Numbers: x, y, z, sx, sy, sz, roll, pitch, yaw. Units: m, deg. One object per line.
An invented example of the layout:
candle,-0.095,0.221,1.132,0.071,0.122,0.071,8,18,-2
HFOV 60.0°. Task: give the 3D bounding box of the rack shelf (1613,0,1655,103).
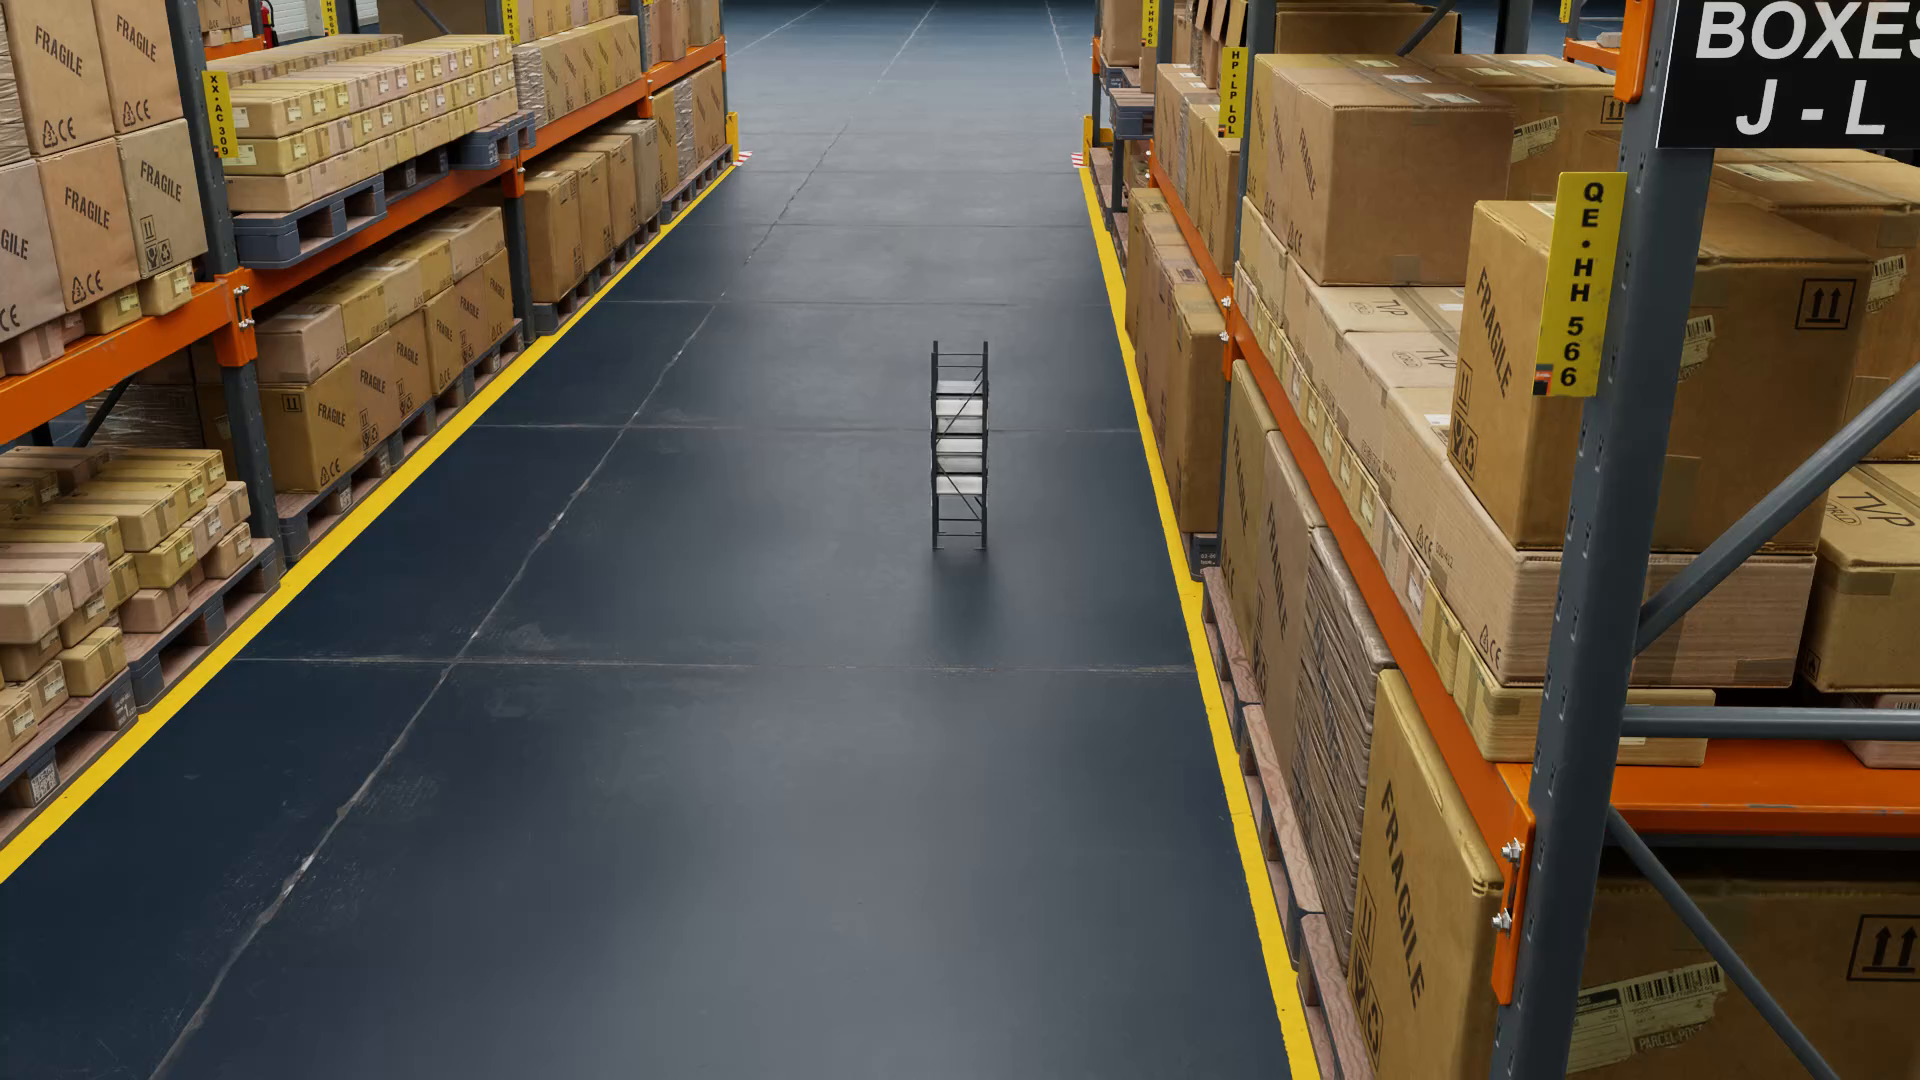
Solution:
rack shelf,1.496,-1.489,4.067,1.077,0.370,4.000,1,21,2

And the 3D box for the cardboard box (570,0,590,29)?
cardboard box,-3.193,-4.097,12.421,0.700,0.500,0.500,1,21,2

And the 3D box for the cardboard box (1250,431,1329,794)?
cardboard box,1.429,0.209,5.200,0.875,0.875,0.875,1,21,2

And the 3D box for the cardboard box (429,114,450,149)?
cardboard box,-2.876,-2.118,8.607,0.380,0.149,0.250,1,21,3

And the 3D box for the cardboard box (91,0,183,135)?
cardboard box,-3.142,-1.719,5.880,0.500,0.500,0.500,0,21,0

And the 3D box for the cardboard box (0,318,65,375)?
cardboard box,-3.150,-0.635,5.367,0.380,0.149,0.250,0,21,-1

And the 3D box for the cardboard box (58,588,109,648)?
cardboard box,-3.170,0.249,5.690,0.380,0.149,0.250,1,21,3

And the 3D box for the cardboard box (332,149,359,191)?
cardboard box,-2.912,-1.647,7.393,0.380,0.149,0.250,1,21,2

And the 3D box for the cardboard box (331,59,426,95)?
cardboard box,-2.883,-2.299,8.250,0.380,0.149,0.250,1,21,3

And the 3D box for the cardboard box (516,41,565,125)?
cardboard box,-2.980,-3.076,11.172,0.500,0.500,0.500,0,21,1

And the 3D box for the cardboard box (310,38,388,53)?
cardboard box,-3.490,-2.780,9.492,0.380,0.149,0.250,0,21,0

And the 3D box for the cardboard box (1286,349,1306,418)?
cardboard box,1.176,-0.460,4.915,0.380,0.149,0.250,1,21,2

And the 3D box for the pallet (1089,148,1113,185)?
pallet,1.859,-3.867,17.203,1.003,0.211,1.213,1,21,2

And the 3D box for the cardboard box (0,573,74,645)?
cardboard box,-3.115,0.220,5.354,0.380,0.149,0.250,0,21,0

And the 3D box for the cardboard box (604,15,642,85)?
cardboard box,-2.903,-3.988,13.521,0.500,0.500,0.500,1,21,1

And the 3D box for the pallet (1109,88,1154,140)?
pallet,1.593,-2.765,10.773,1.213,0.211,1.003,1,21,2

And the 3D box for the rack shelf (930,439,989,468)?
rack shelf,0.000,-0.386,7.371,0.258,0.077,0.200,1,21,2

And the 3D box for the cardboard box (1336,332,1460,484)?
cardboard box,1.216,-0.317,3.995,0.500,0.250,0.500,0,21,0

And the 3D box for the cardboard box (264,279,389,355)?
cardboard box,-3.098,-1.077,7.996,0.500,0.250,0.500,1,21,3

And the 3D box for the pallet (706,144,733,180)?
pallet,-2.979,-3.989,17.518,1.003,0.211,1.213,1,21,2

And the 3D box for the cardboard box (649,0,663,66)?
cardboard box,-3.161,-4.535,14.863,0.875,0.550,0.550,1,21,2

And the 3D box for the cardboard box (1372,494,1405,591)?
cardboard box,1.140,0.007,3.713,0.380,0.149,0.250,1,21,3

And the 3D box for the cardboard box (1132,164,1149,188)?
cardboard box,1.726,-2.687,13.155,0.700,0.500,0.500,1,21,1

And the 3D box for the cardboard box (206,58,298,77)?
cardboard box,-3.534,-2.312,8.285,0.380,0.149,0.250,0,21,1

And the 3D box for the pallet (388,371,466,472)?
pallet,-3.342,-0.664,8.948,1.003,0.211,1.213,1,21,2

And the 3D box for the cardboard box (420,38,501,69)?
cardboard box,-2.843,-2.769,9.464,0.380,0.149,0.250,0,21,1

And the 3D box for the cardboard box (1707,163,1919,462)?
cardboard box,1.735,-0.472,3.359,0.500,0.500,0.500,0,21,0

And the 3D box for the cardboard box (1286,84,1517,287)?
cardboard box,1.253,-1.031,4.798,0.500,0.500,0.500,0,21,0

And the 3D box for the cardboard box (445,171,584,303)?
cardboard box,-3.168,-2.053,11.202,1.050,0.750,0.750,0,21,1

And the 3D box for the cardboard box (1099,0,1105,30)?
cardboard box,1.877,-5.475,16.942,0.875,0.500,0.500,1,21,2

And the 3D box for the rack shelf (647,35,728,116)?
rack shelf,-3.094,-4.520,16.027,1.077,0.370,4.000,1,21,2

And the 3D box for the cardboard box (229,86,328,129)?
cardboard box,-2.924,-1.834,7.054,0.380,0.149,0.250,1,21,3

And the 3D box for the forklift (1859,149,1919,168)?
forklift,4.036,-1.141,6.418,1.130,2.935,3.031,13,25,30

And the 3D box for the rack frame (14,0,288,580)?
rack frame,-3.398,-1.240,6.578,1.000,3.000,0.127,1,21,2

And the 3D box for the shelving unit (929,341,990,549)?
shelving unit,0.000,-0.417,7.359,0.258,0.900,0.210,1,21,2

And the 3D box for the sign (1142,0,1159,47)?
sign,1.136,-3.101,9.882,0.100,0.325,0.005,1,21,2

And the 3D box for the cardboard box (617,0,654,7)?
cardboard box,-3.109,-4.839,14.153,0.875,0.550,0.550,1,21,2

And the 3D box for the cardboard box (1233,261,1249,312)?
cardboard box,1.215,-0.929,6.123,0.380,0.149,0.250,1,21,2

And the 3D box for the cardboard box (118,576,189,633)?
cardboard box,-3.104,0.228,6.155,0.380,0.149,0.250,0,21,0

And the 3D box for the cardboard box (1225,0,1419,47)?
cardboard box,1.600,-2.142,7.379,0.797,0.503,0.637,1,21,2

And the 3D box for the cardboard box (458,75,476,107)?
cardboard box,-2.856,-2.438,9.021,0.380,0.149,0.250,1,21,2

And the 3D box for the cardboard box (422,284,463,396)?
cardboard box,-3.054,-1.097,9.084,0.500,0.500,0.500,0,21,-1

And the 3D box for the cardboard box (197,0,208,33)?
cardboard box,-7.764,-5.221,16.289,0.500,0.500,0.500,1,21,1

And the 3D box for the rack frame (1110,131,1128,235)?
rack frame,1.800,-4.042,13.798,1.000,3.000,0.127,1,21,2

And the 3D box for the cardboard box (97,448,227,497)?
cardboard box,-3.149,-0.253,6.572,0.380,0.149,0.250,1,21,3

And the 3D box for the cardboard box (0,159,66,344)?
cardboard box,-3.164,-0.880,5.100,0.500,0.500,0.500,1,21,1

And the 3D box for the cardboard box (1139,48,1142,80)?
cardboard box,1.459,-3.334,11.581,0.396,0.266,0.258,0,21,0

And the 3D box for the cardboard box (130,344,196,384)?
cardboard box,-3.628,-0.892,7.520,0.500,0.250,0.500,0,21,0

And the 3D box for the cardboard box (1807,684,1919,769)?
cardboard box,1.776,0.290,2.983,0.380,0.149,0.250,1,21,2

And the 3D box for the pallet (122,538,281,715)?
pallet,-3.383,0.303,6.456,1.003,0.211,1.213,1,21,2

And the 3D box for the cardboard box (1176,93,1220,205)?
cardboard box,1.349,-1.917,8.184,0.500,0.500,0.500,1,21,2

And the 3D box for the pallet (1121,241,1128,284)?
pallet,1.743,-2.018,12.437,1.003,0.211,1.213,1,21,2

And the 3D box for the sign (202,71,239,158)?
sign,-2.855,-1.641,6.413,0.100,0.325,0.005,1,21,2

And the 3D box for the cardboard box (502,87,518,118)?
cardboard box,-2.832,-2.582,9.802,0.380,0.149,0.250,1,21,3

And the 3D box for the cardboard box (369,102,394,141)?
cardboard box,-2.900,-1.973,7.824,0.380,0.149,0.250,1,21,4

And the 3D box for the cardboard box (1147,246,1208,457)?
cardboard box,1.582,-0.909,8.082,1.225,0.875,0.875,0,21,0
